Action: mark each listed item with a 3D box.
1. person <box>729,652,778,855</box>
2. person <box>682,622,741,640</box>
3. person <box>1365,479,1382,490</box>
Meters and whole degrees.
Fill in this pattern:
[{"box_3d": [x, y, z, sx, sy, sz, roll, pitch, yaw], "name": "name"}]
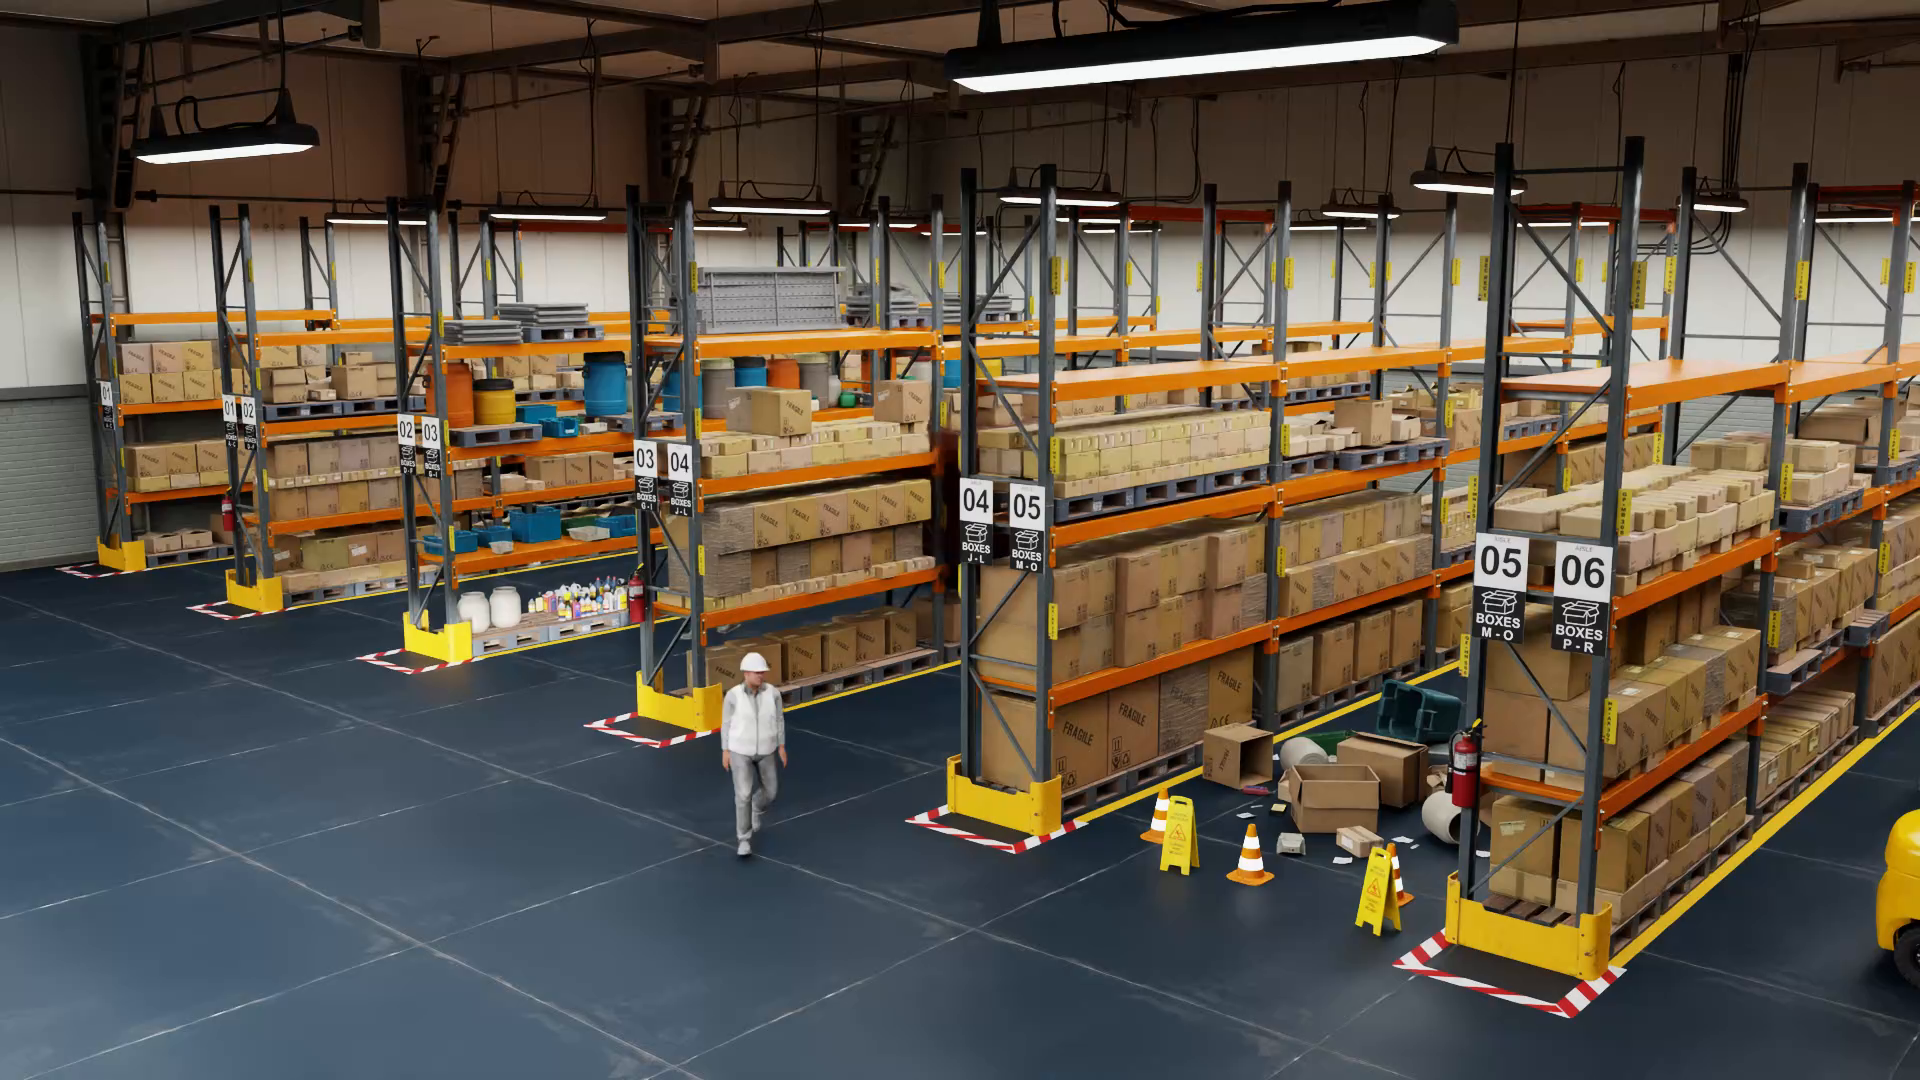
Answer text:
[{"box_3d": [-1.863, 1.854, 14.830, 0.457, 1.760, 0.688, -4, 10, -24], "name": "person"}, {"box_3d": [-3.252, 0.774, 21.837, 0.911, 1.052, 0.412, -8, 13, -41], "name": "person"}, {"box_3d": [8.779, -1.469, 35.185, 0.430, 1.613, 1.076, -6, 11, -30], "name": "person"}]
